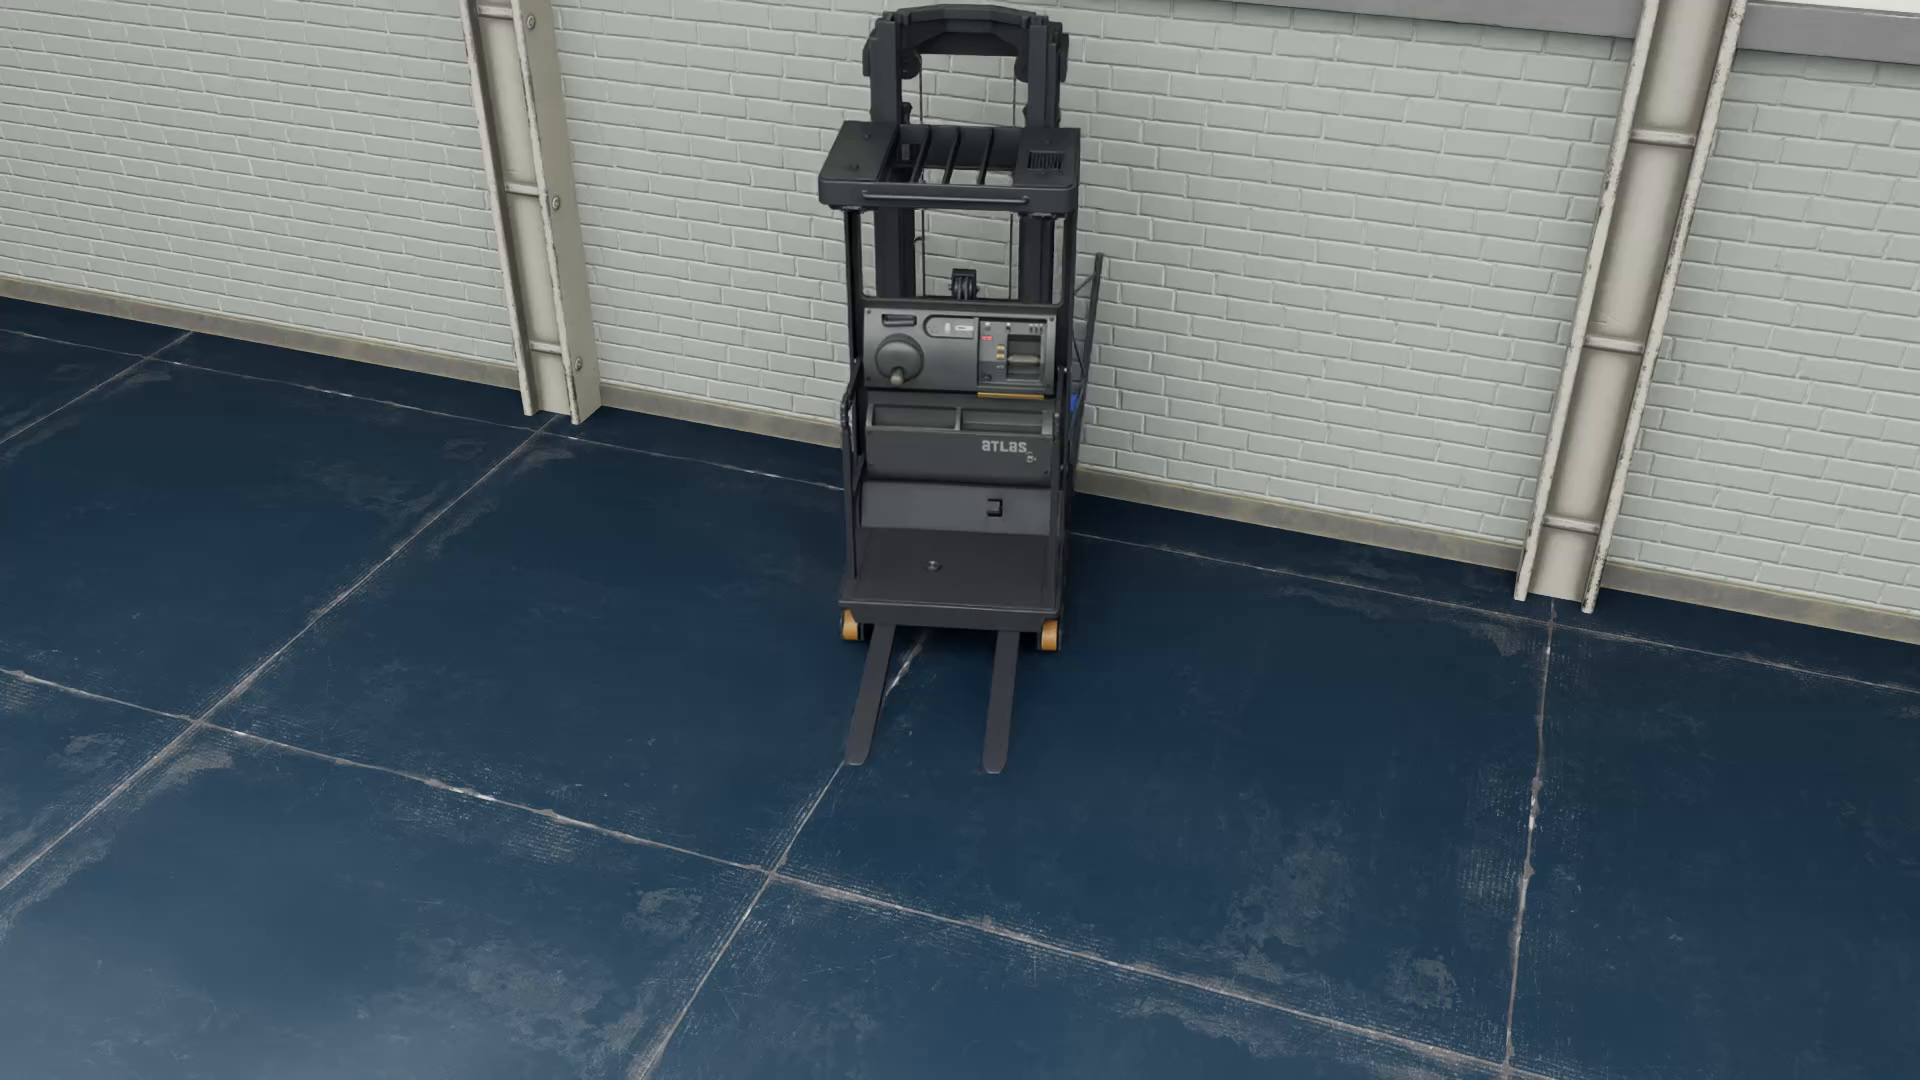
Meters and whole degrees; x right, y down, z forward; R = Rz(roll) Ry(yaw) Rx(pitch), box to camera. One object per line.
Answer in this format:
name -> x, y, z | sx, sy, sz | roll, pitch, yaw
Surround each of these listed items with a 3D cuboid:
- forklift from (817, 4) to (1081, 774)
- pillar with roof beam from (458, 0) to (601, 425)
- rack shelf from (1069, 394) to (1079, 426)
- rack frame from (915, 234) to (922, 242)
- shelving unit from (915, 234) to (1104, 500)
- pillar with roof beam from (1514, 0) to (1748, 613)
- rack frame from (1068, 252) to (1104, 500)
forklift -> -0.020, -0.864, 7.853 | 1.130, 2.935, 3.031 | 3, 33, 4
pillar with roof beam -> -3.952, -2.413, 4.659 | 0.400, 9.000, 9.100 | 11, 34, 16
rack shelf -> 0.117, -0.756, 9.272 | 1.000, 0.185, 0.538 | 16, 32, 18
rack frame -> -0.333, -1.045, 9.343 | 0.032, 1.500, 0.500 | 16, 32, 18
shelving unit -> 0.131, -0.911, 9.182 | 1.048, 1.500, 0.538 | 16, 32, 18
pillar with roof beam -> 1.696, -1.315, 2.958 | 0.400, 9.000, 9.100 | 11, 34, 16
rack frame -> 0.594, -0.777, 9.021 | 0.032, 1.500, 0.500 | 16, 32, 18
